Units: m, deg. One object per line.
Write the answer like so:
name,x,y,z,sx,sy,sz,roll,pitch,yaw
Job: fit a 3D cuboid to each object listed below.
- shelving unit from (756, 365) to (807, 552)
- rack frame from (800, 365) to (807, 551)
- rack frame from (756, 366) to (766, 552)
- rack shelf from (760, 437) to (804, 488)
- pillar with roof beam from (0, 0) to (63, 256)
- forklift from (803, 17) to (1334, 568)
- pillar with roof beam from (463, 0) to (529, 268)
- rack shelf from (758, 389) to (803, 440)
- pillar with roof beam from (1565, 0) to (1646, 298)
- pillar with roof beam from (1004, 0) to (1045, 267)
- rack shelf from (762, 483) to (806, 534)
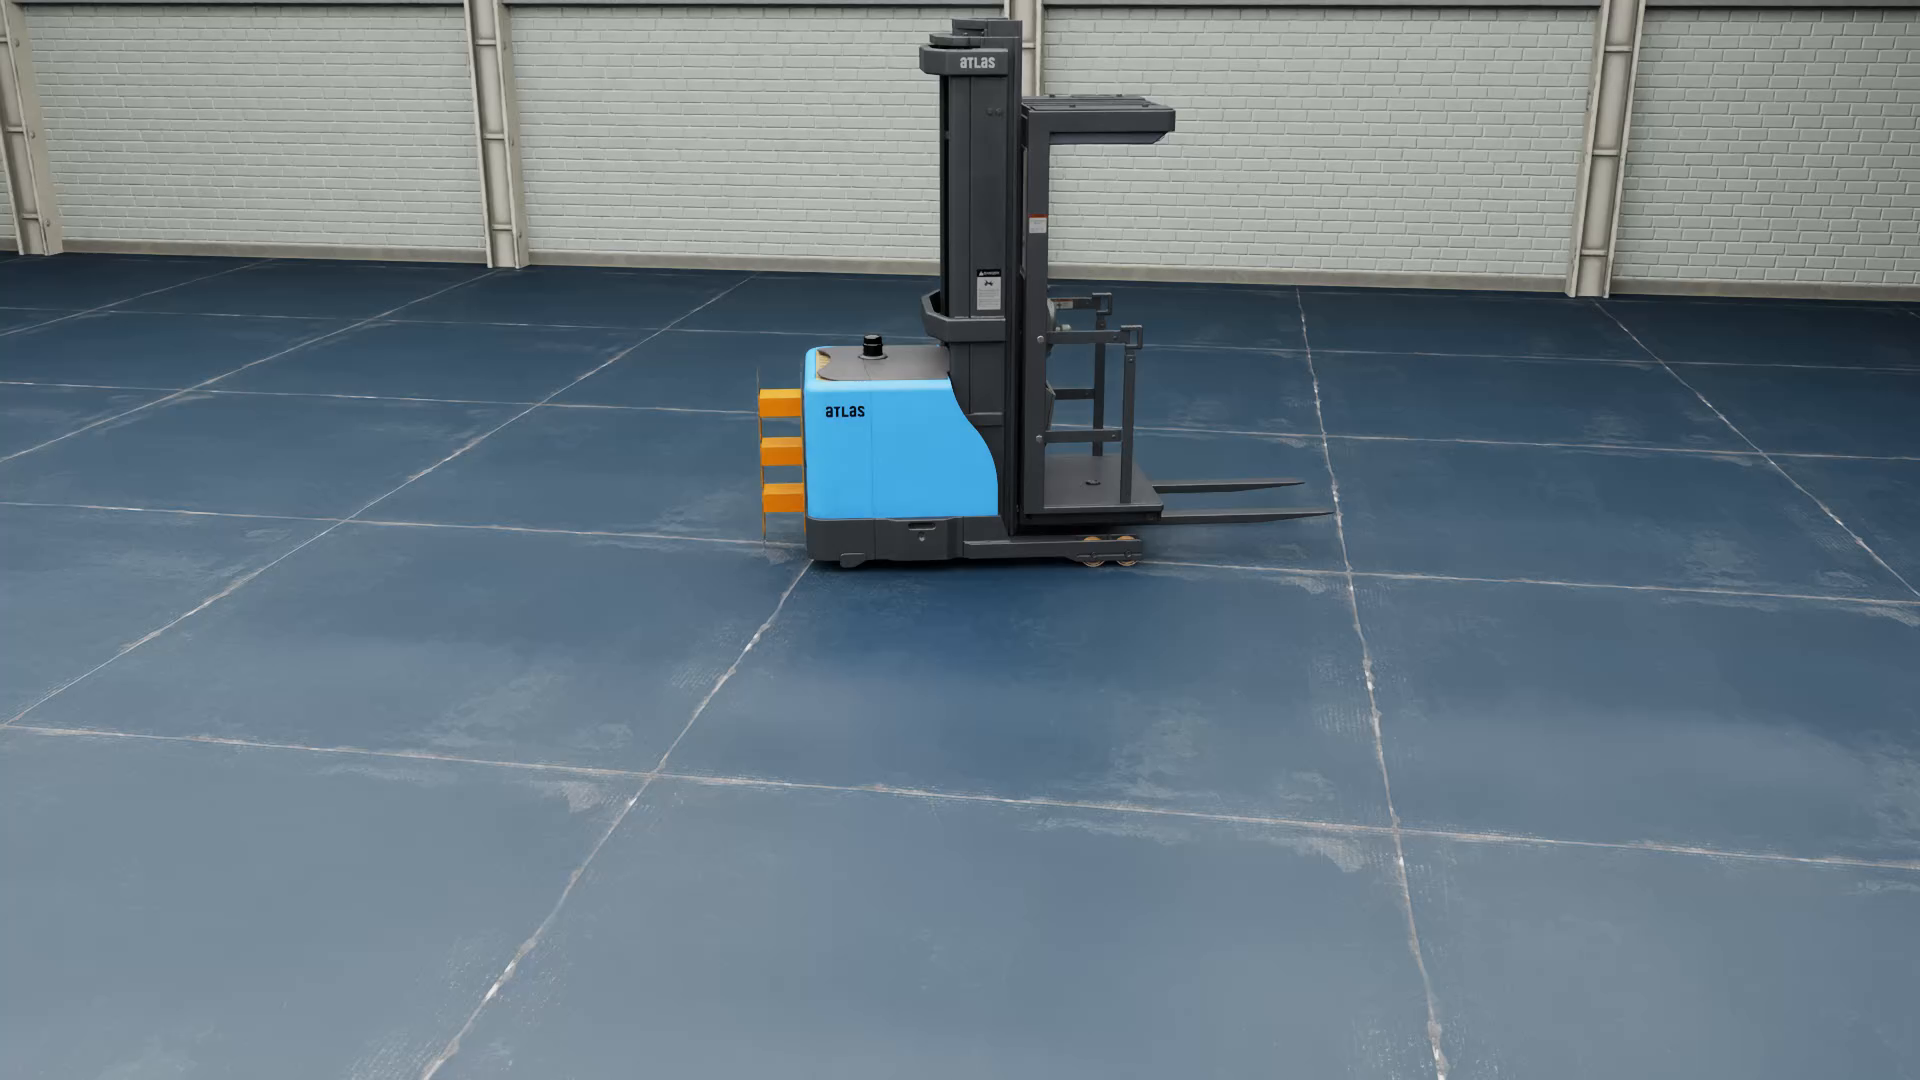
shelving unit,-1.017,-0.465,9.538,0.252,1.050,0.215,-1,19,-4
rack frame,-0.896,-0.468,9.548,0.008,1.050,0.200,-1,19,-4
rack frame,-1.139,-0.462,9.529,0.008,1.050,0.200,-1,19,-4
rack shelf,-1.017,-0.455,9.542,0.240,0.259,0.215,-1,19,-4
pillar with roof beam,-11.851,-6.409,14.776,0.400,9.000,9.100,3,19,9
forklift,0.620,-1.406,9.385,3.031,2.935,1.130,-1,19,-4
pillar with roof beam,-5.927,-6.107,13.874,0.400,9.000,9.100,3,19,9
rack shelf,-1.017,-0.724,9.452,0.240,0.259,0.215,-1,19,-4
pillar with roof beam,5.921,-5.503,12.069,0.400,9.000,9.100,3,19,9
pillar with roof beam,-0.003,-5.805,12.971,0.400,9.000,9.100,3,19,9
rack shelf,-1.017,-0.191,9.630,0.240,0.259,0.215,-1,19,-4
